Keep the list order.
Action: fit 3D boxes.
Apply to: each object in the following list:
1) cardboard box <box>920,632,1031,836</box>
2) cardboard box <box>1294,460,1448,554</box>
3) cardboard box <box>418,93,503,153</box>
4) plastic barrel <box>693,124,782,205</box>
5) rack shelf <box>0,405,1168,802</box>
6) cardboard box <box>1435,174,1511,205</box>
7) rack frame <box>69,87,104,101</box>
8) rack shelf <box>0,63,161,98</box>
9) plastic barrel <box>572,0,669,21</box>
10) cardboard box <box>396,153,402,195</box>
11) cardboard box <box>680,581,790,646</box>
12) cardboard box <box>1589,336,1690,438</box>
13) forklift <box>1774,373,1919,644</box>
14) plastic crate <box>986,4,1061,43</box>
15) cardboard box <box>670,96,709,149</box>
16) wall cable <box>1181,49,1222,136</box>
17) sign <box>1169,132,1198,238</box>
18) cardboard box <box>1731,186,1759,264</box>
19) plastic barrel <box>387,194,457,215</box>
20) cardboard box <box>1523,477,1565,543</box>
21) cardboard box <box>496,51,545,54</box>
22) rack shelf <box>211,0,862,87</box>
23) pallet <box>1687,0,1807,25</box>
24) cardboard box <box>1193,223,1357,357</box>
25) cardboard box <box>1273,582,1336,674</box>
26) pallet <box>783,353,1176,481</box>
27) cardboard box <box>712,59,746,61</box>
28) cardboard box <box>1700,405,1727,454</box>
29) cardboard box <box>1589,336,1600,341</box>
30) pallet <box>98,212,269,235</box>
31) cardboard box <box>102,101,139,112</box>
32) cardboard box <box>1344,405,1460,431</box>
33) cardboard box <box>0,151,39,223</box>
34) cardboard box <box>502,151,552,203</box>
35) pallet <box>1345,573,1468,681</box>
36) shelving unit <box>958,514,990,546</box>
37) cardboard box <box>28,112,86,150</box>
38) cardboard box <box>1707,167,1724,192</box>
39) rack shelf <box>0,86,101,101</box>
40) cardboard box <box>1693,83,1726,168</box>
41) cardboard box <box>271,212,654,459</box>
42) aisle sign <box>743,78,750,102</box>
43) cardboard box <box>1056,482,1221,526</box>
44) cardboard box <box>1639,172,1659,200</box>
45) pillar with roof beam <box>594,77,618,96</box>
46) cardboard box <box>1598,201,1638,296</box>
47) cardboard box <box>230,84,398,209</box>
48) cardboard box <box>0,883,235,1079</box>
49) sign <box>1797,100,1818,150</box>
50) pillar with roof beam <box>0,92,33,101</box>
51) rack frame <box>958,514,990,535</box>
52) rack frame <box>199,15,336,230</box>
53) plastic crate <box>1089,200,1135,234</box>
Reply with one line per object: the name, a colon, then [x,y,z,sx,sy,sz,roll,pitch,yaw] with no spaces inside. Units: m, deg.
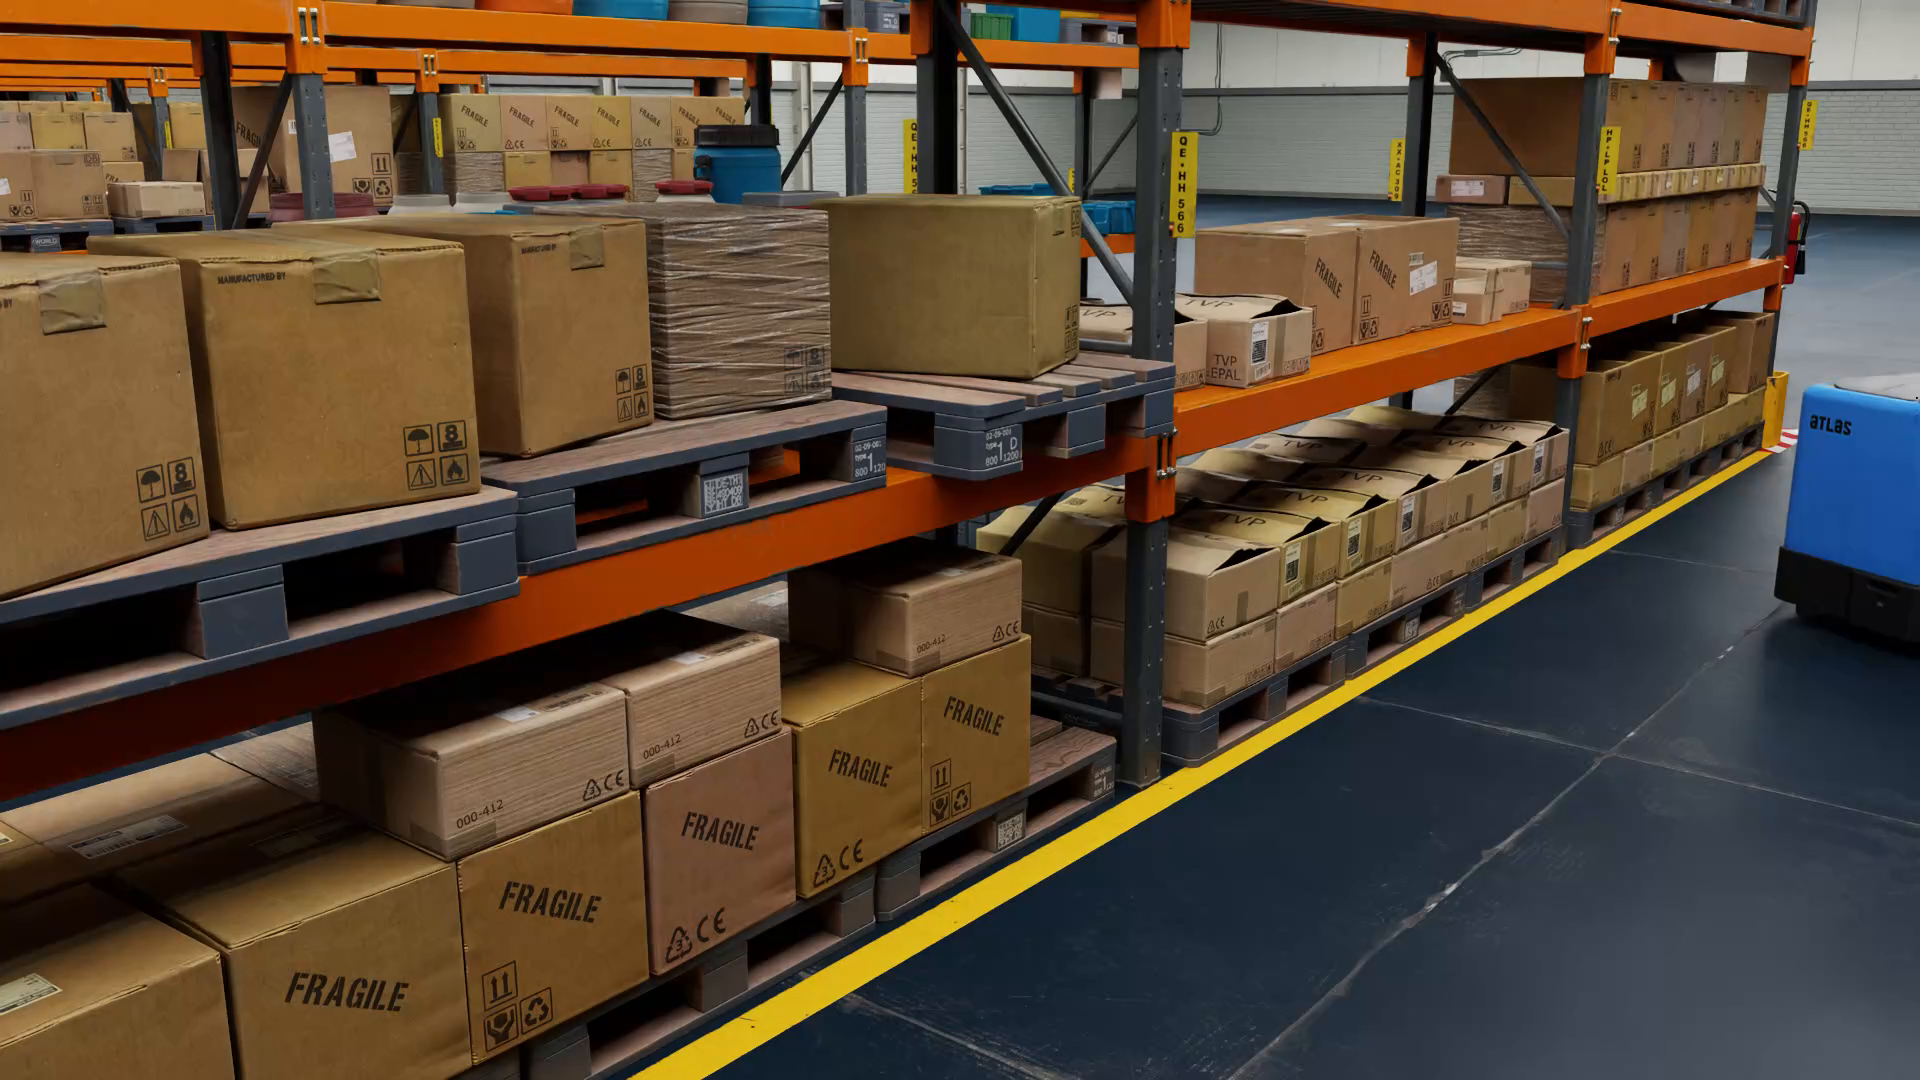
cardboard box: [-0.131,0.536,5.106,0.500,0.500,0.500,12,19,40]
cardboard box: [1.800,-0.173,7.306,0.500,0.311,0.500,11,18,37]
cardboard box: [-4.434,-3.702,14.766,0.500,0.500,0.500,11,18,38]
plastic barrel: [-1.541,-2.427,11.568,0.600,0.901,0.708,11,18,38]
rack shelf: [-0.983,0.053,4.281,1.077,0.370,4.000,11,18,38]
cardboard box: [2.792,-1.892,8.959,0.380,0.149,0.250,11,18,37]
rack frame: [-13.972,-6.045,26.826,1.000,3.000,0.127,11,18,38]
rack shelf: [-9.966,-4.487,16.062,1.077,0.370,4.000,11,18,38]
plastic barrel: [-2.036,-3.527,9.803,0.600,0.901,0.708,11,18,38]
cardboard box: [-6.722,-4.417,20.113,0.875,0.550,0.550,11,18,38]
cardboard box: [-0.559,0.464,5.387,0.500,0.500,0.500,10,18,36]
cardboard box: [3.951,-0.910,9.823,0.500,0.500,0.500,11,18,38]
forklift: [4.847,-0.800,6.318,1.130,2.935,3.031,-6,15,-22]
plastic crate: [0.487,-4.012,12.763,0.392,0.384,0.575,11,18,38]
cardboard box: [-2.864,-4.181,16.651,0.500,0.500,0.500,11,18,38]
wall cable: [6.625,-13.559,50.525,3.097,2.526,0.112,11,18,38]
sign: [0.702,-1.119,5.244,0.100,0.325,0.005,11,18,38]
cardboard box: [4.998,-2.171,11.375,0.700,0.500,0.500,11,18,38]
plastic barrel: [-3.096,-1.730,9.612,0.421,0.512,0.421,0,14,0]
cardboard box: [2.753,-0.191,8.514,0.500,0.250,0.500,11,18,37]
cardboard box: [-4.104,-4.508,14.988,0.500,0.250,0.500,11,18,37]
rack shelf: [-2.320,-2.934,9.948,1.077,0.370,4.000,11,18,38]
pallet: [4.837,-3.490,10.856,1.003,0.211,1.213,11,18,38]
cardboard box: [1.316,-1.051,6.963,0.500,0.500,0.500,10,17,35]
cardboard box: [1.147,0.300,6.583,0.500,0.250,0.500,11,18,36]
pallet: [-0.098,-0.445,5.170,1.213,0.211,1.003,11,18,38]
cardboard box: [-2.506,-4.993,16.900,0.500,0.250,0.500,12,18,39]
cardboard box: [4.577,-0.739,10.672,0.500,0.250,0.500,11,18,38]
cardboard box: [3.544,-0.991,10.142,0.500,0.500,0.500,11,18,38]
pallet: [-6.217,-2.504,13.279,1.003,0.211,1.213,11,18,38]
cardboard box: [-11.246,-5.540,22.000,0.700,0.500,0.500,11,18,37]
cardboard box: [2.334,-0.546,8.774,0.500,0.311,0.500,11,18,38]
cardboard box: [-7.121,-2.574,12.105,0.500,0.500,0.500,9,17,31]
cardboard box: [-4.242,-3.337,15.361,0.875,0.500,0.500,11,18,38]
pallet: [1.589,0.289,7.556,1.003,0.211,1.213,11,18,38]
shelving unit: [0.009,-0.584,8.986,0.258,1.200,0.189,11,18,38]
cardboard box: [-9.339,-4.103,16.949,0.700,0.500,0.500,11,18,37]
cardboard box: [4.561,-2.273,10.457,0.380,0.149,0.250,12,19,39]
rack shelf: [-15.229,-6.767,25.038,1.077,0.370,4.000,11,18,38]
cardboard box: [4.323,-2.592,10.395,0.700,0.500,0.500,11,18,38]
cardboard box: [-1.178,-0.512,3.990,0.700,0.500,0.500,6,16,23]
aisle sign: [-2.129,-4.969,17.313,0.394,0.787,0.004,11,18,38]
cardboard box: [0.733,-0.060,6.859,0.500,0.311,0.500,11,18,37]
cardboard box: [3.749,-2.024,9.479,0.380,0.149,0.250,11,18,36]
pillar with roof beam: [-4.220,-10.591,32.536,9.100,9.000,0.400,11,18,38]
cardboard box: [3.388,-1.681,9.443,0.700,0.500,0.500,11,18,37]
cardboard box: [-5.523,-3.342,14.114,1.000,1.000,1.000,11,18,38]
cardboard box: [-1.747,1.031,3.155,0.500,0.500,0.500,10,18,35]
sign: [5.715,-2.800,11.219,0.100,0.325,0.005,11,18,38]
pillar with roof beam: [-11.762,-8.293,23.489,9.100,9.000,0.400,11,18,38]
rack frame: [0.067,-0.602,9.055,0.240,1.200,0.006,11,18,38]
rack frame: [-3.577,-1.445,8.721,1.000,3.000,0.127,11,18,38]
plastic crate: [1.370,-2.763,14.210,0.499,0.251,0.616,11,18,38]
